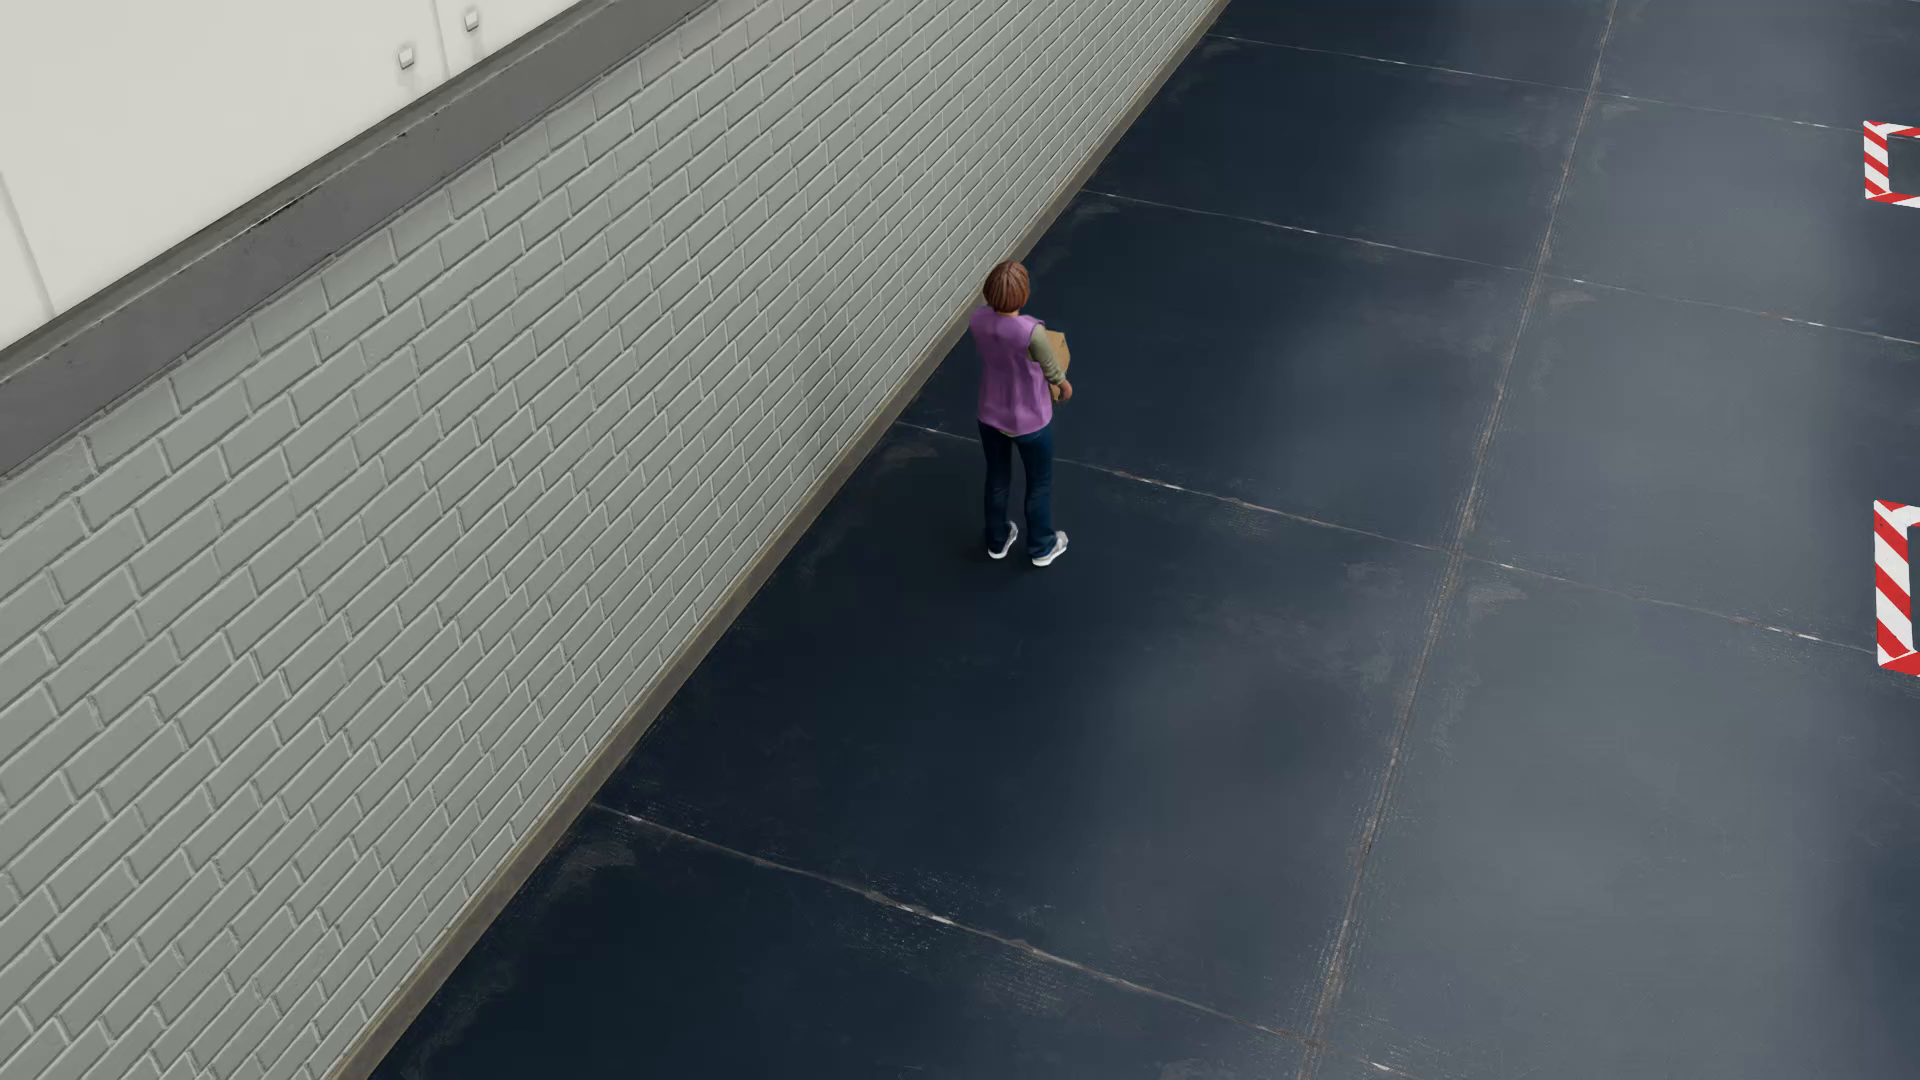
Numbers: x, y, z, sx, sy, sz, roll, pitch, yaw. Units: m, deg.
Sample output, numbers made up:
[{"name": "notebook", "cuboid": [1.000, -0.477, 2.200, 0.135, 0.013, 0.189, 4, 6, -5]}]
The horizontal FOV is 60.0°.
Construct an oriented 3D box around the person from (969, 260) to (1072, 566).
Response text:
[{"name": "person", "cuboid": [0.278, -0.594, 7.580, 0.425, 1.601, 0.461, 22, 43, 25]}]
